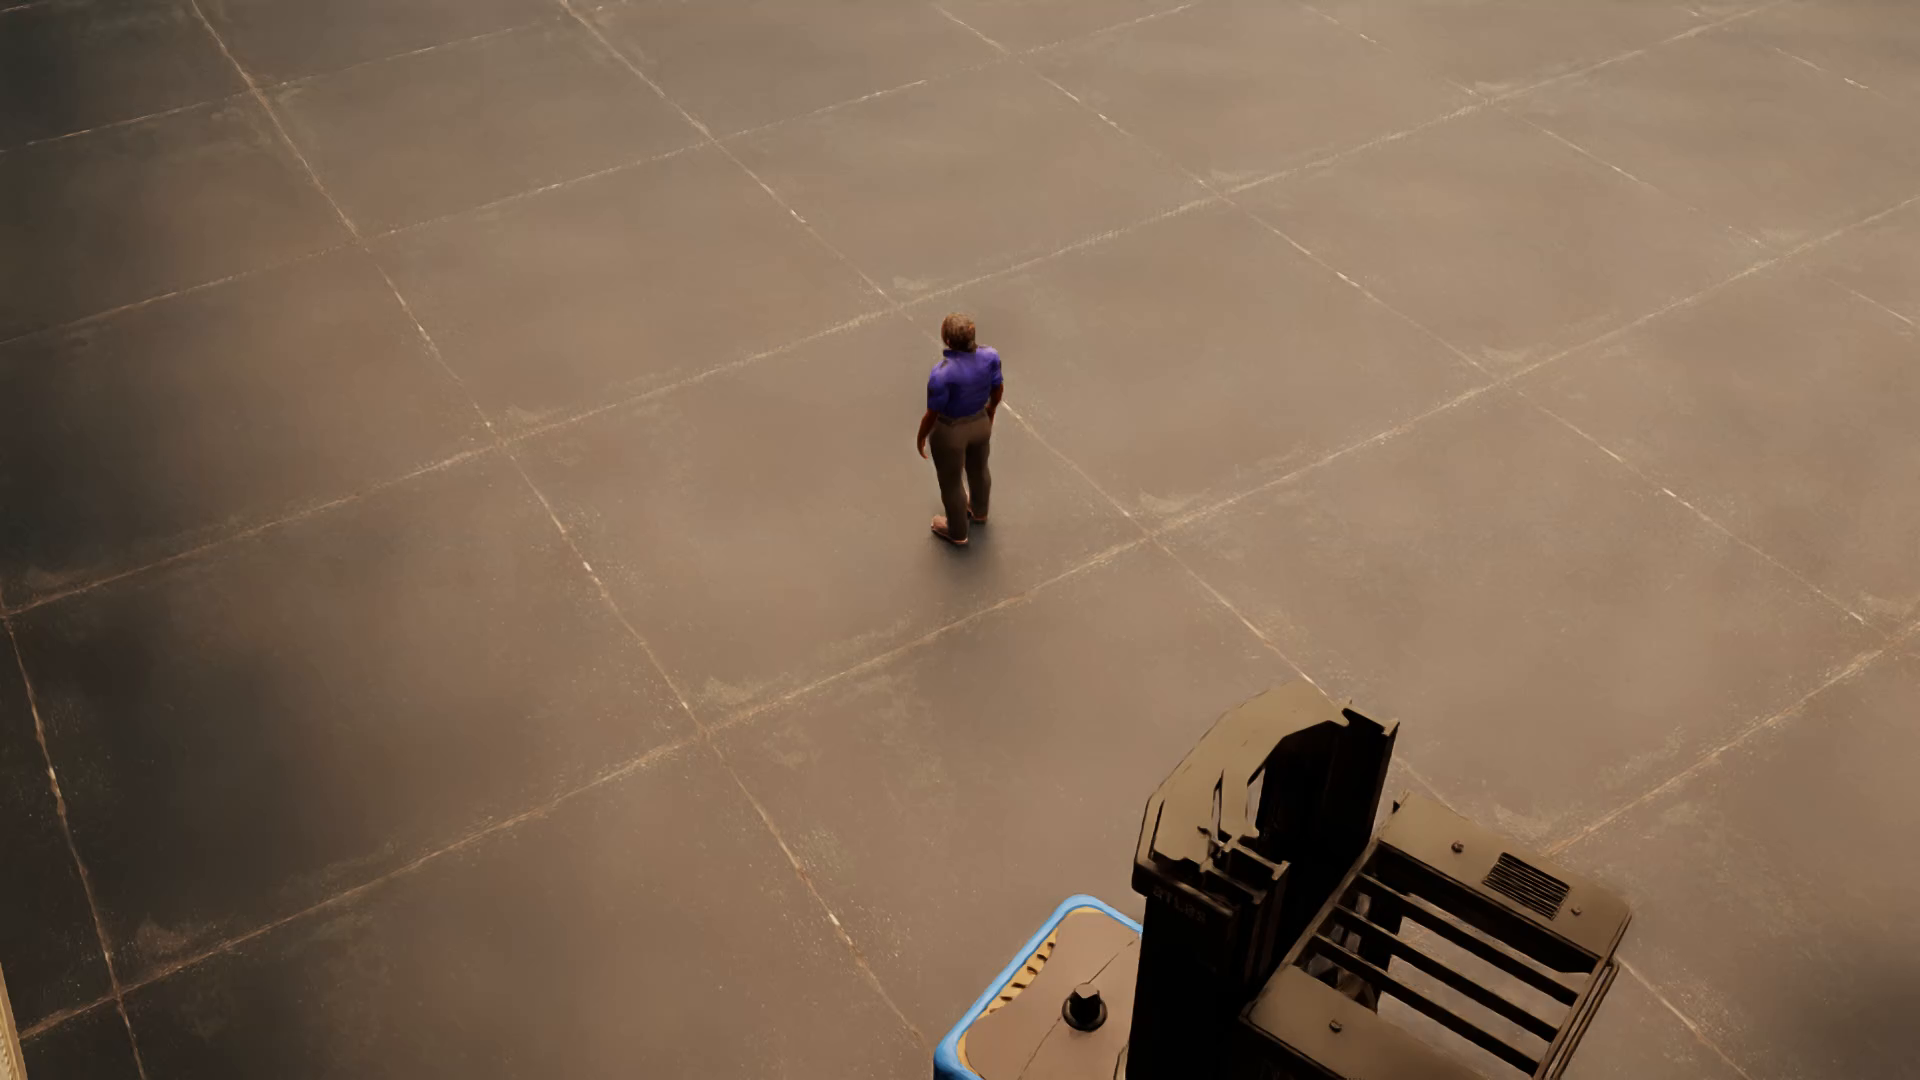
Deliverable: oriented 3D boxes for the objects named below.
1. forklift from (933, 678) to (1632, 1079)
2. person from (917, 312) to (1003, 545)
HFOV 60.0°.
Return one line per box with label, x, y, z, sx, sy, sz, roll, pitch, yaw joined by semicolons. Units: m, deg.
forklift;1.362;1.978;5.607;3.031;2.935;1.130;27;48;27
person;-0.031;-0.680;9.617;0.570;1.642;0.503;-23;46;-24
